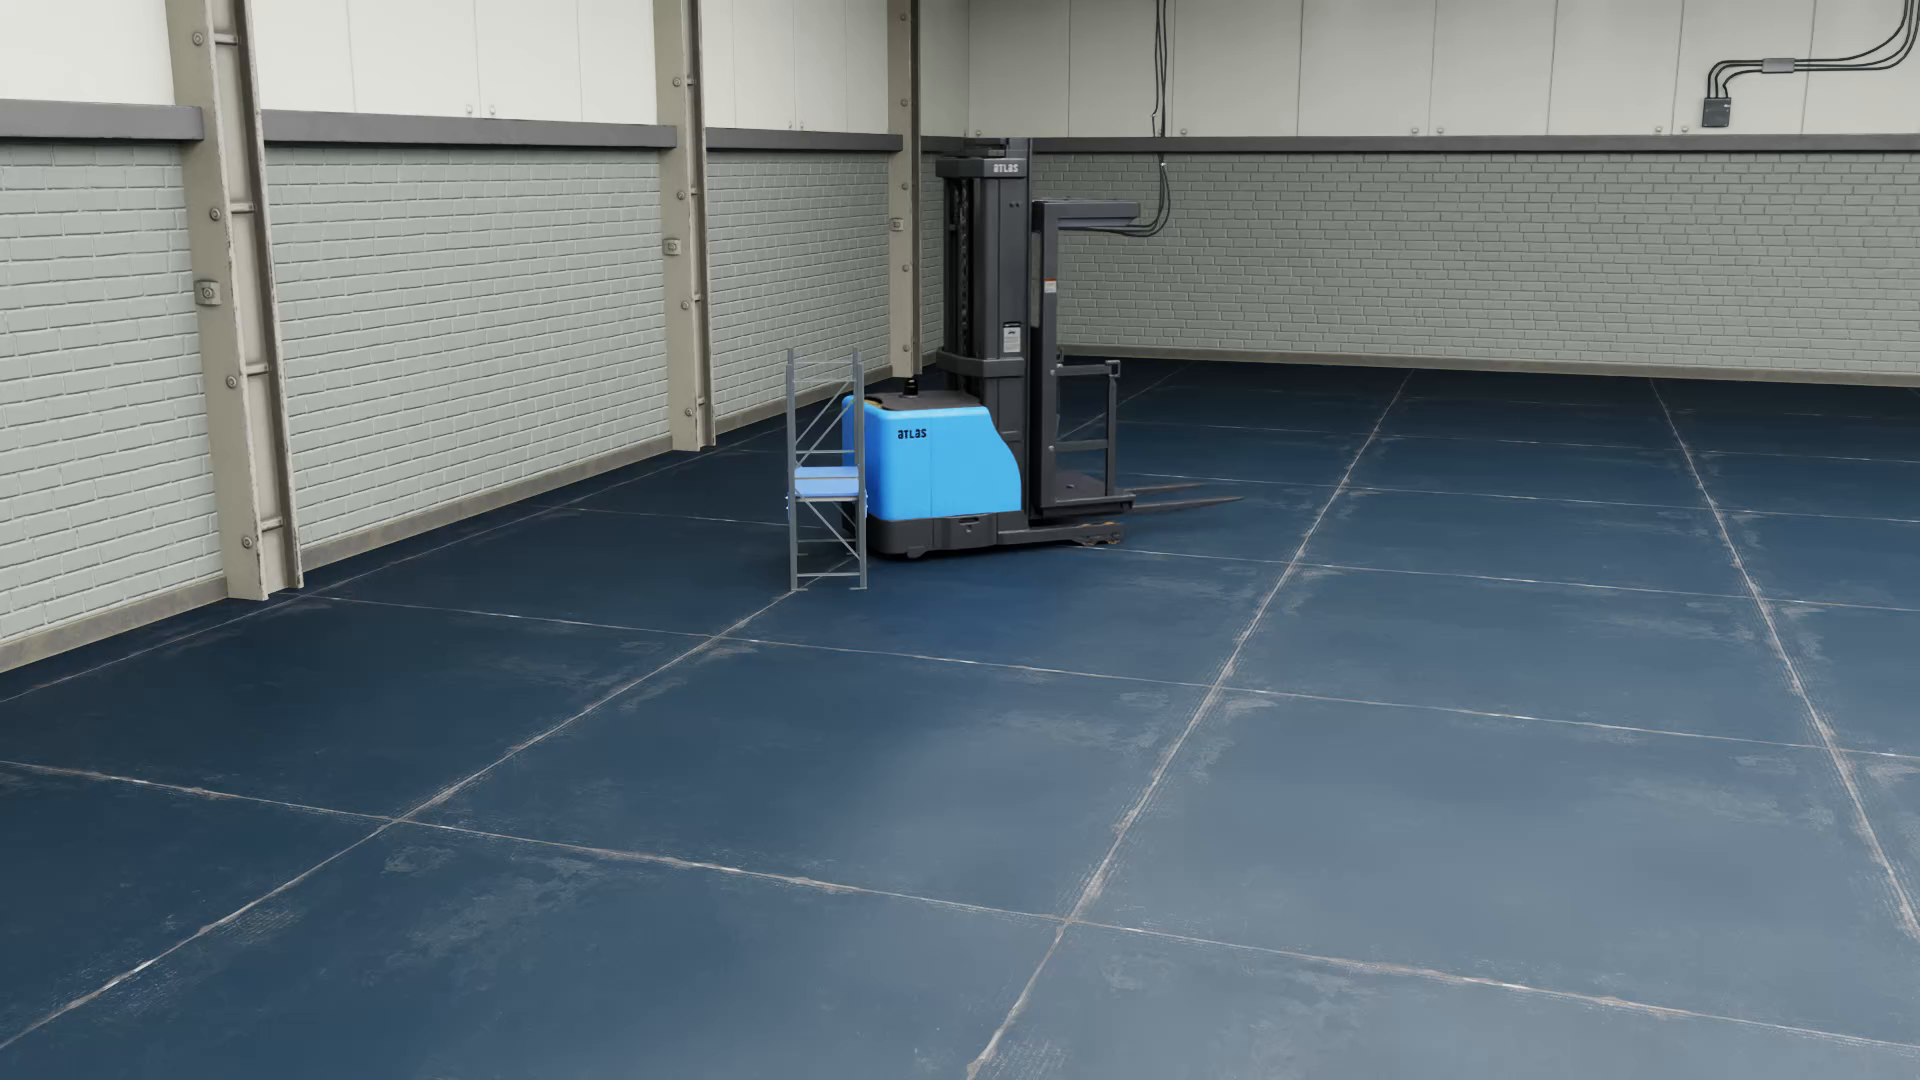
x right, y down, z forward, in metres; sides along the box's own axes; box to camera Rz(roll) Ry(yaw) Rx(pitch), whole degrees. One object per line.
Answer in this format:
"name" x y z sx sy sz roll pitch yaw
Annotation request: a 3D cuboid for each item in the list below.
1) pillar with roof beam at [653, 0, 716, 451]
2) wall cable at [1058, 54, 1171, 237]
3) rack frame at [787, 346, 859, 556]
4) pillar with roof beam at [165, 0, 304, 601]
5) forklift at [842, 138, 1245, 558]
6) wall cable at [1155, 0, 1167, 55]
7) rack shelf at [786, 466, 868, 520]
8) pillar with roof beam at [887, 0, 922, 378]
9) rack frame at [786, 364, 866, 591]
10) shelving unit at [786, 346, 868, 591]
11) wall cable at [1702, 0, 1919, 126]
"pillar with roof beam" 1.419 -5.000 14.172 9.100 9.000 0.400 4 14 18
"wall cable" 1.491 -5.585 23.711 3.097 2.526 0.112 4 14 18
"rack frame" -0.962 -0.626 11.860 0.500 1.500 0.032 -1 13 -5
"pillar with roof beam" -0.523 -3.737 8.637 9.100 9.000 0.400 4 14 18
"forklift" 0.681 -1.484 12.404 3.031 2.935 1.130 -5 14 -21
"wall cable" 4.051 -7.852 22.296 3.097 2.526 0.112 4 14 18
"rack shelf" -0.917 -0.338 11.407 0.538 0.185 1.000 -1 13 -5
"pillar with roof beam" 3.360 -6.263 19.707 9.100 9.000 0.400 4 14 18
"rack frame" -0.872 -0.401 10.873 0.500 1.500 0.032 -1 13 -5
"shelving unit" -0.917 -0.513 11.366 0.538 1.500 1.048 -1 13 -5
"wall cable" 10.469 -8.070 19.978 2.305 6.003 0.169 4 14 18
